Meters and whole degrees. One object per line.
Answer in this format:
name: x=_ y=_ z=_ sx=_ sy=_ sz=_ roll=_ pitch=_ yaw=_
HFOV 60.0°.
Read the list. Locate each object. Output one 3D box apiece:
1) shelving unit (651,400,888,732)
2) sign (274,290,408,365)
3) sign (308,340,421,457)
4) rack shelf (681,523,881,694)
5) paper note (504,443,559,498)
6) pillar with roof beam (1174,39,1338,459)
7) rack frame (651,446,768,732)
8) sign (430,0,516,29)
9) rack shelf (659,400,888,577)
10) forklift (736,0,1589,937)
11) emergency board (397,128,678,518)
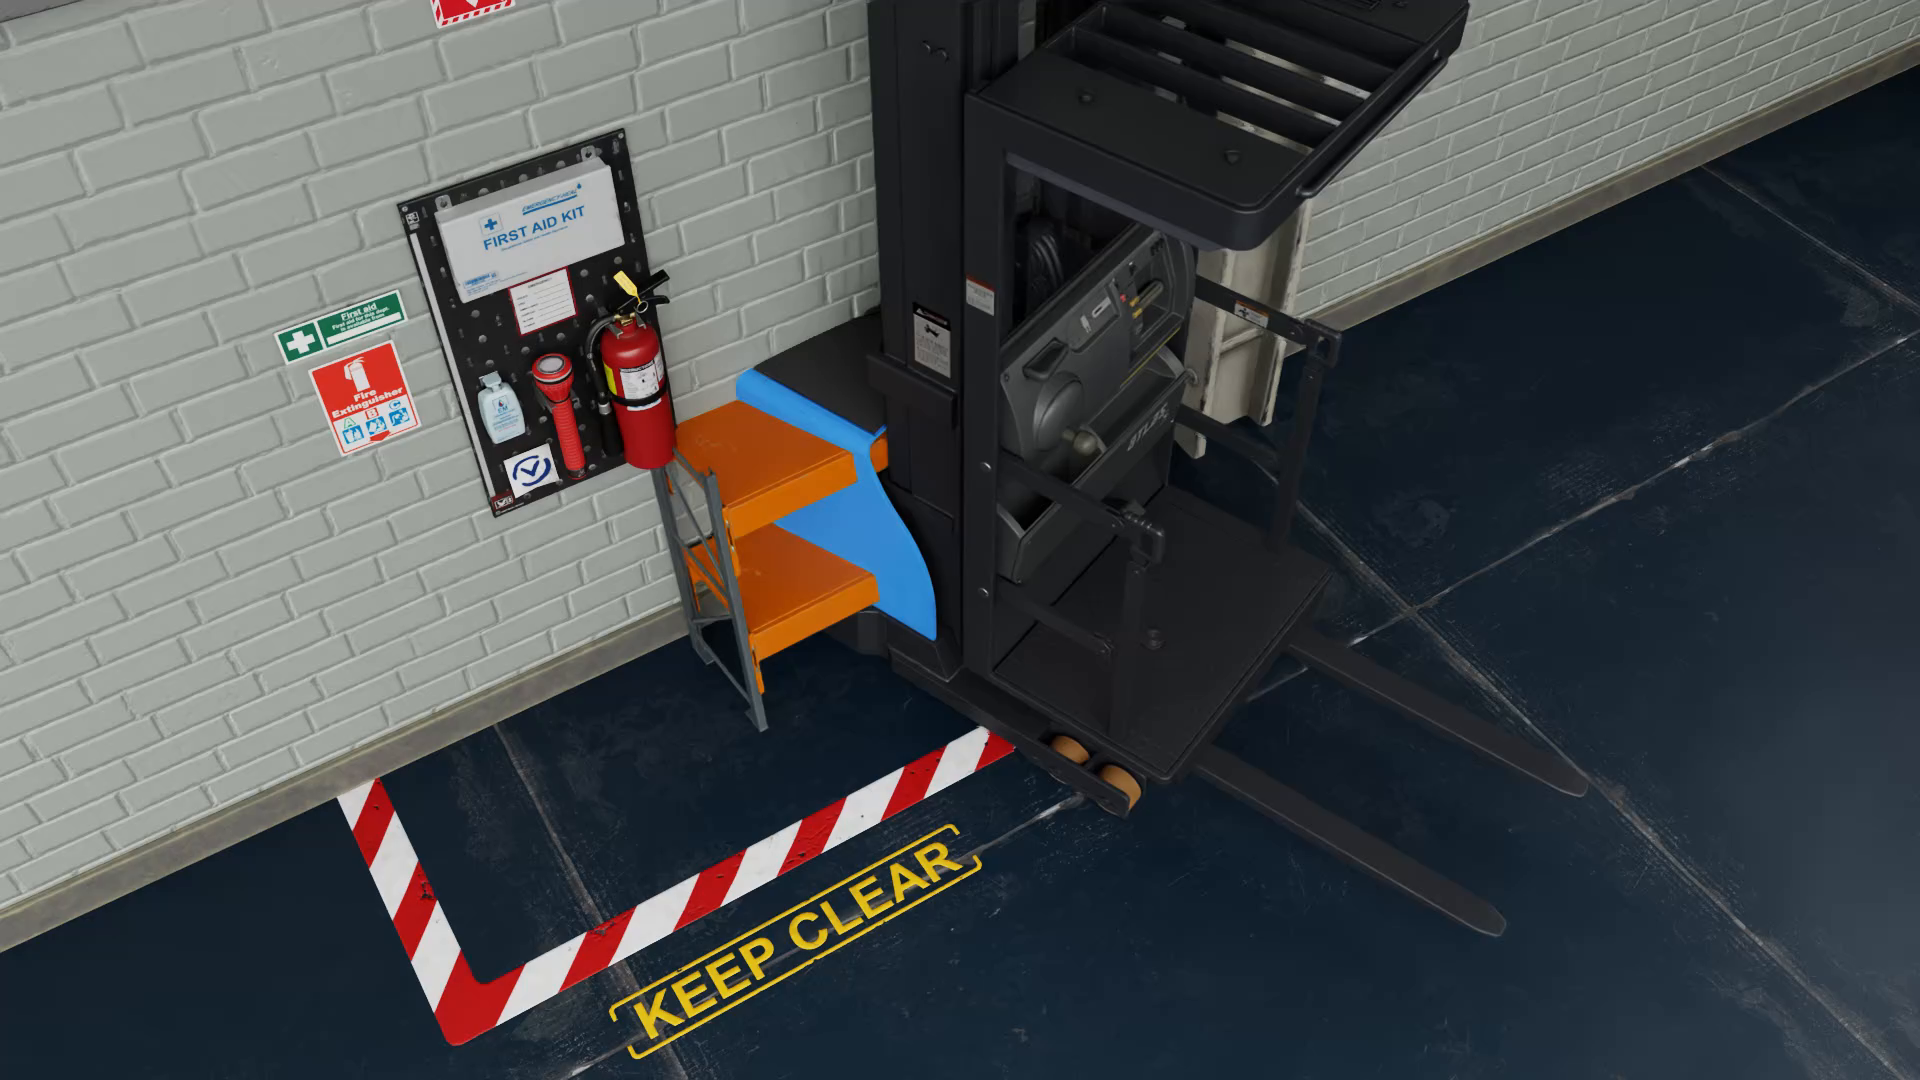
shelving unit: x=-0.412 y=-0.117 z=5.578 sx=1.048 sy=1.125 sz=0.538 roll=-27 pitch=47 yaw=-22
sign: x=-1.619 y=-0.558 z=4.360 sx=0.331 sy=0.109 sz=0.001 roll=-25 pitch=53 yaw=-21
sign: x=-1.628 y=-0.386 z=4.561 sx=0.234 sy=0.329 sz=0.001 roll=-25 pitch=53 yaw=-21
rack shelf: x=-0.398 y=0.063 z=5.743 sx=1.000 sy=0.278 sz=0.538 roll=-27 pitch=47 yaw=-22
paper note: x=-1.292 y=-0.209 z=5.018 sx=0.142 sy=0.148 sz=0.016 roll=-25 pitch=53 yaw=-21
pillar with roof beam: x=3.302 y=-0.766 z=0.906 sx=0.400 sy=9.000 sz=9.100 roll=-25 pitch=53 yaw=-21
rack frame: x=-0.832 y=0.094 z=5.385 sx=0.032 sy=1.125 sz=0.500 roll=-27 pitch=47 yaw=-22
sign: x=-1.165 y=-1.360 z=3.900 sx=0.199 sy=0.298 sz=0.001 roll=-25 pitch=53 yaw=-21
rack shelf: x=-0.429 y=-0.332 z=5.381 sx=1.000 sy=0.278 sz=0.538 roll=-27 pitch=47 yaw=-22
forklift: x=0.582 y=-0.532 z=4.761 sx=3.031 sy=2.935 sz=1.130 roll=29 pitch=55 yaw=24
emergency board: x=-1.105 y=-0.529 z=4.713 sx=0.643 sy=1.169 sz=0.194 roll=-25 pitch=53 yaw=-21
